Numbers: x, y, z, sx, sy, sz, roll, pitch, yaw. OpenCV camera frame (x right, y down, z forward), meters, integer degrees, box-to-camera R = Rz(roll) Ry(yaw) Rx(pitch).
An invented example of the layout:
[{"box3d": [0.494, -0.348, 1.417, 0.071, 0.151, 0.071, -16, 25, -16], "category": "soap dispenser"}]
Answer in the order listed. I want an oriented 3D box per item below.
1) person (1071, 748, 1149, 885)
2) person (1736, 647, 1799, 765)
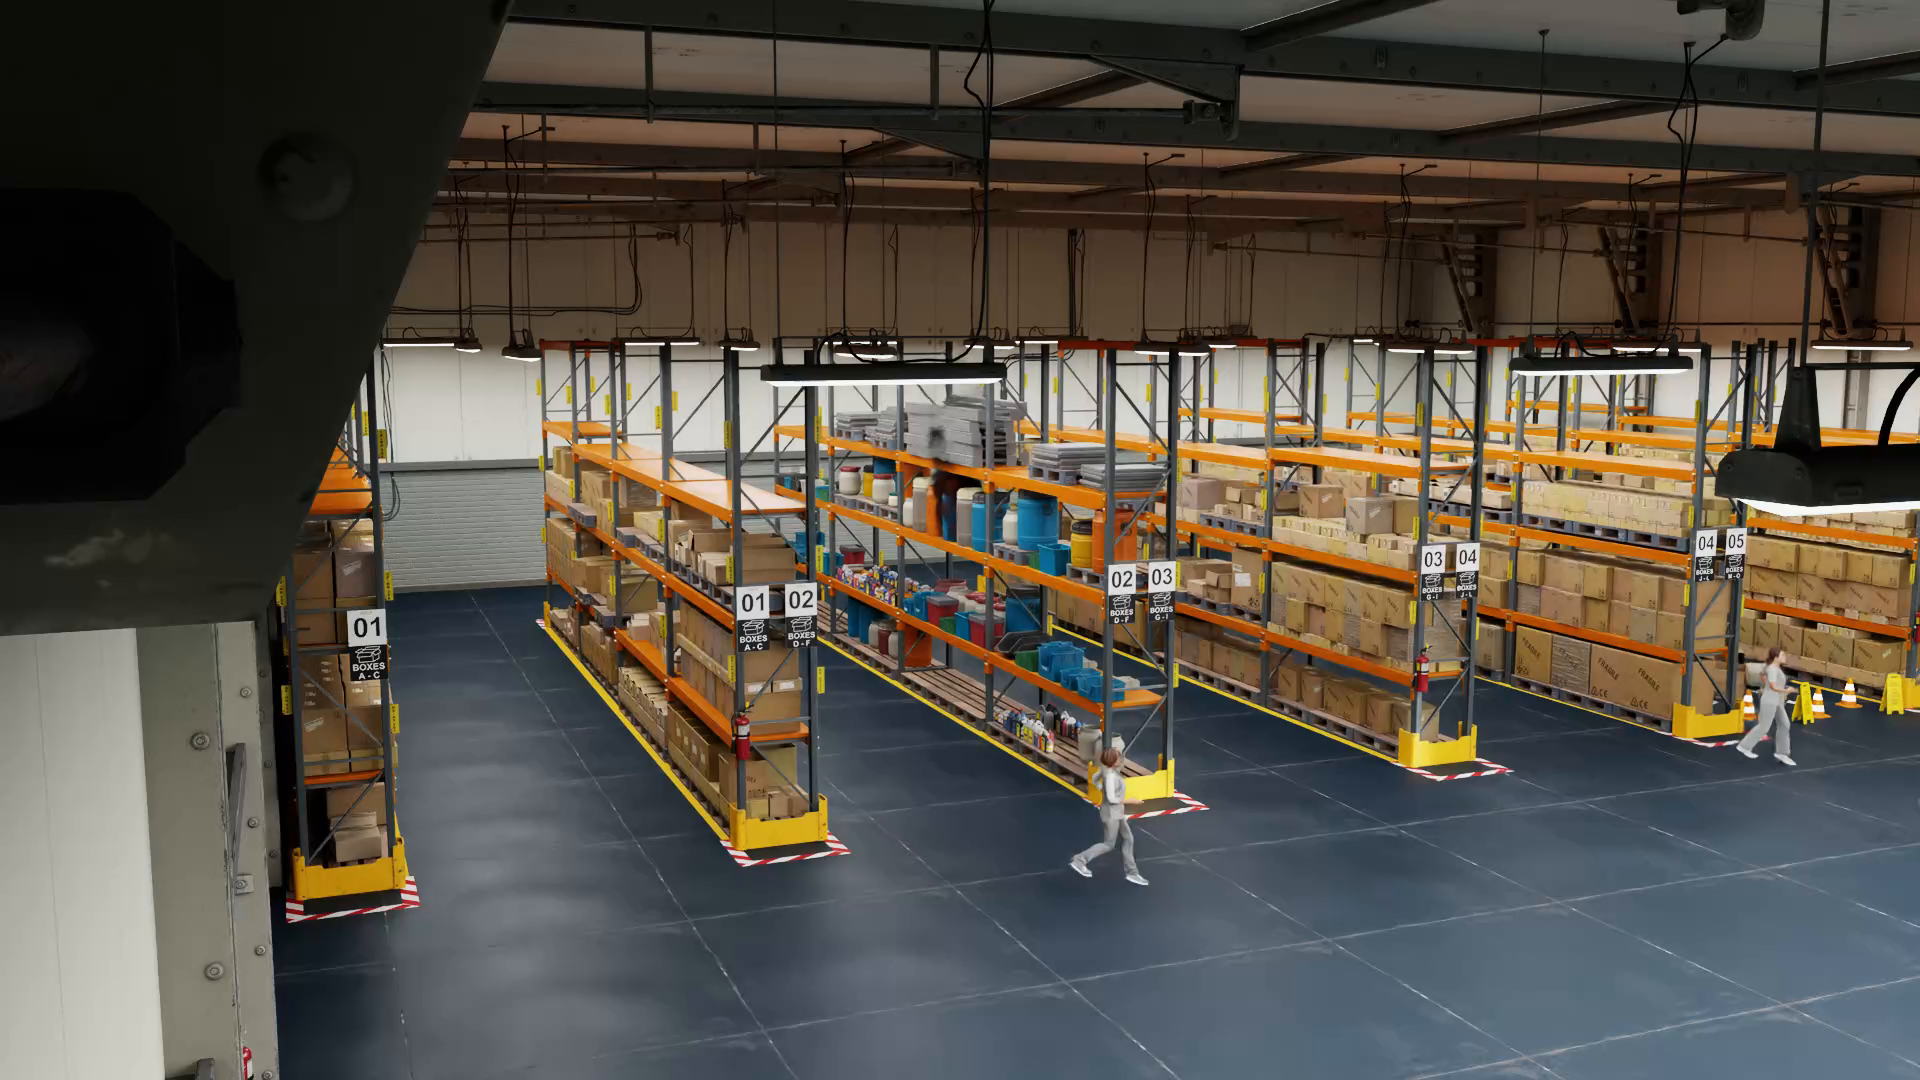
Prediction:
[{"box3d": [1.699, 3.130, 18.767, 0.884, 1.571, 0.553, 1, 7, 5], "category": "person"}, {"box3d": [11.698, 2.387, 24.040, 0.784, 1.725, 0.578, 5, 9, 32], "category": "person"}]
